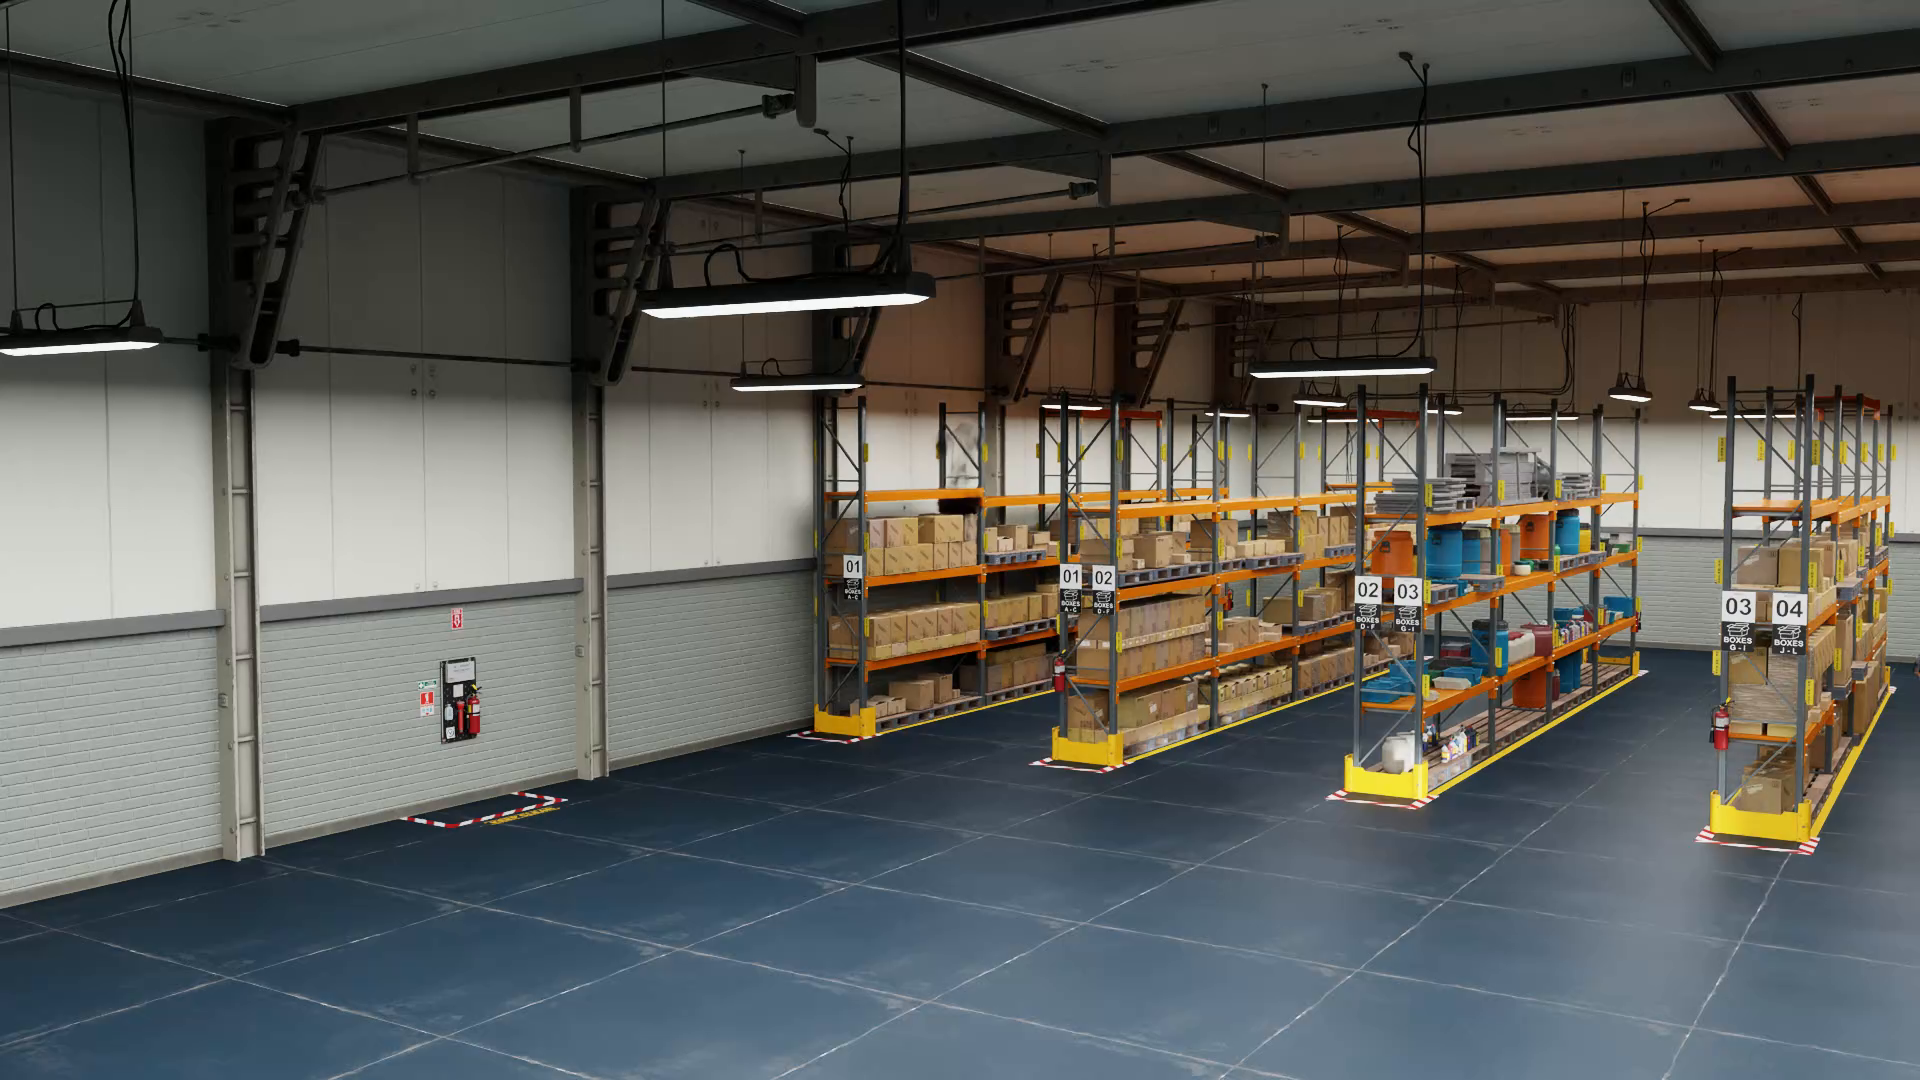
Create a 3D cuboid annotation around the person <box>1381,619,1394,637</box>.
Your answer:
[{"bbox_3d":[10.982,1.961,41.858,0.913,1.717,0.671,3,4,43],"label":"person"}]

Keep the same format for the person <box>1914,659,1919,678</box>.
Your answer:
[{"bbox_3d":[17.135,2.666,29.275,0.608,1.686,0.802,2,4,37],"label":"person"}]
